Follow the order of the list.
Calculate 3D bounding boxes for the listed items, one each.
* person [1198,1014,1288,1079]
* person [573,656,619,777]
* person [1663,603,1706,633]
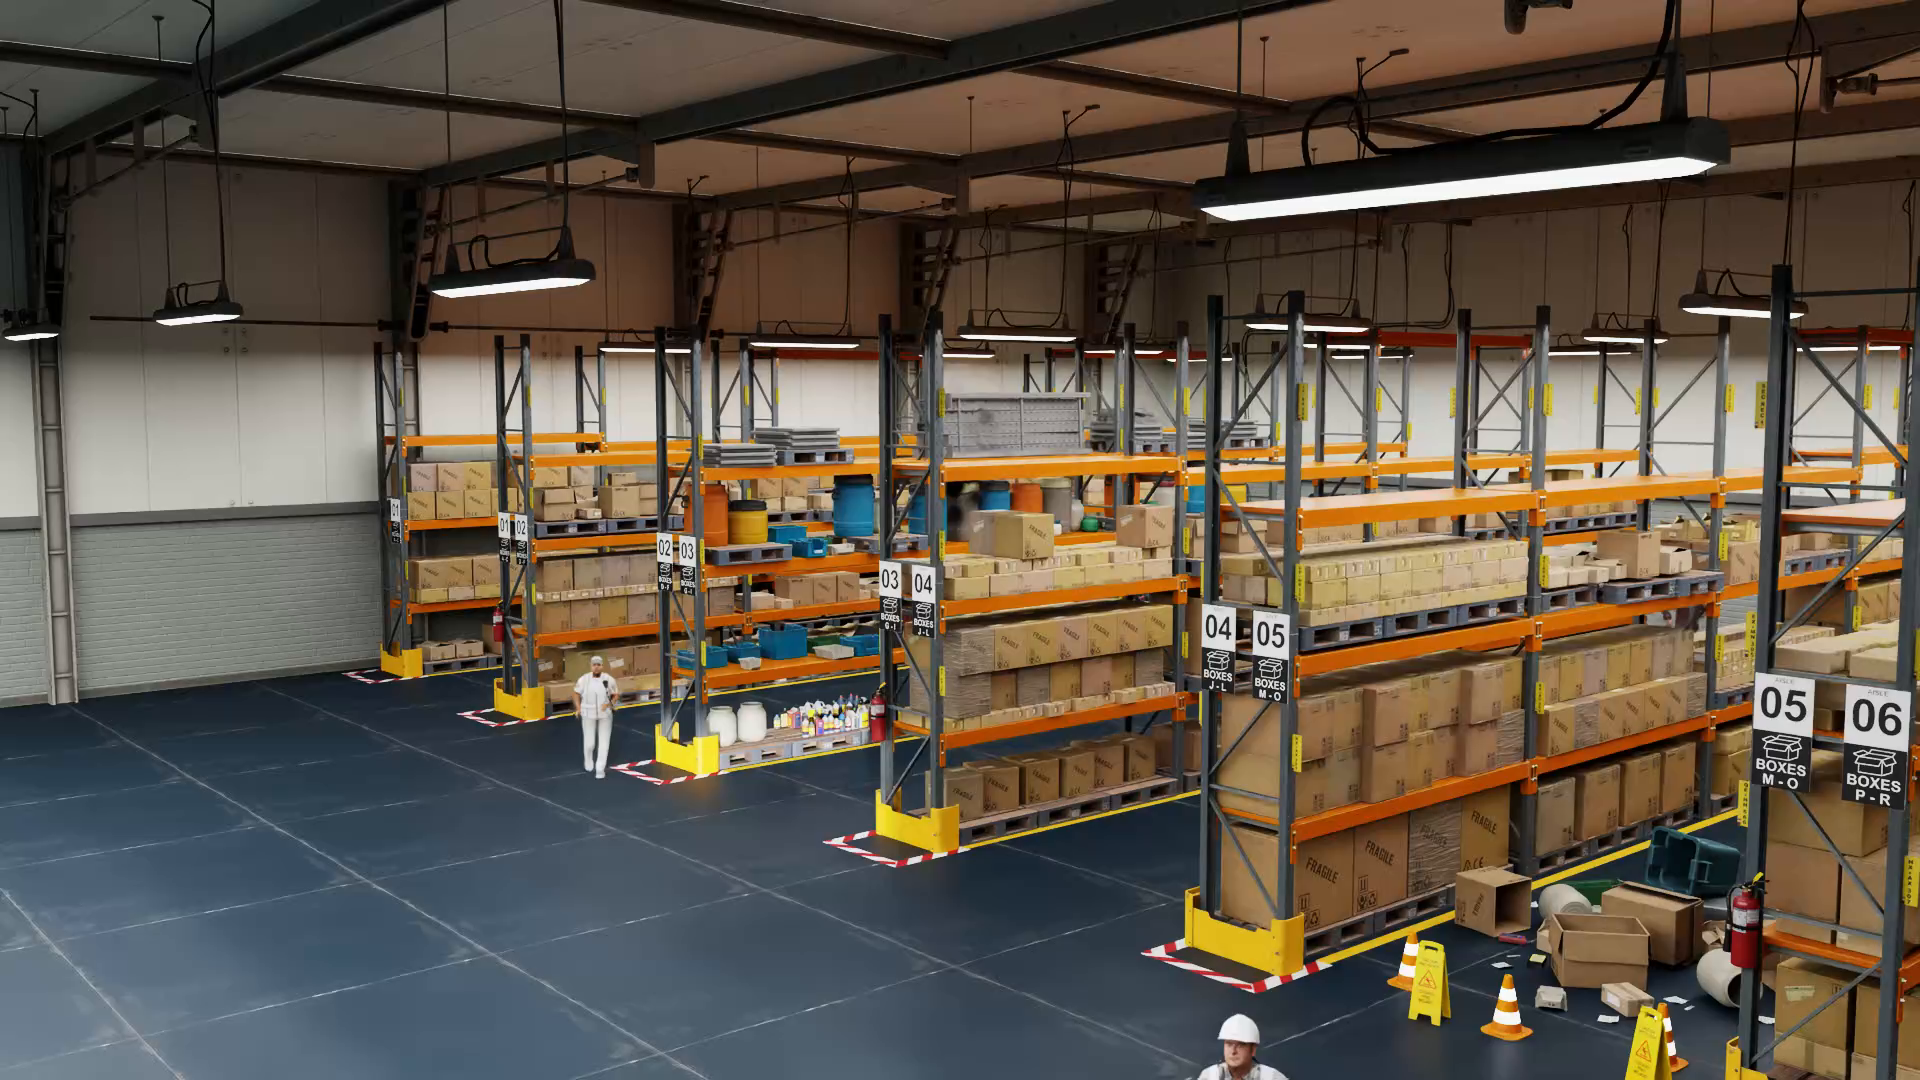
[{"bbox_3d":[1.547,3.476,9.103,0.672,1.732,0.532,2,6,20],"label":"person"},{"bbox_3d":[-4.820,2.351,22.050,0.598,1.628,0.540,-1,5,-14],"label":"person"},{"bbox_3d":[12.842,1.618,29.455,0.714,1.838,0.887,-1,5,-8],"label":"person"}]
